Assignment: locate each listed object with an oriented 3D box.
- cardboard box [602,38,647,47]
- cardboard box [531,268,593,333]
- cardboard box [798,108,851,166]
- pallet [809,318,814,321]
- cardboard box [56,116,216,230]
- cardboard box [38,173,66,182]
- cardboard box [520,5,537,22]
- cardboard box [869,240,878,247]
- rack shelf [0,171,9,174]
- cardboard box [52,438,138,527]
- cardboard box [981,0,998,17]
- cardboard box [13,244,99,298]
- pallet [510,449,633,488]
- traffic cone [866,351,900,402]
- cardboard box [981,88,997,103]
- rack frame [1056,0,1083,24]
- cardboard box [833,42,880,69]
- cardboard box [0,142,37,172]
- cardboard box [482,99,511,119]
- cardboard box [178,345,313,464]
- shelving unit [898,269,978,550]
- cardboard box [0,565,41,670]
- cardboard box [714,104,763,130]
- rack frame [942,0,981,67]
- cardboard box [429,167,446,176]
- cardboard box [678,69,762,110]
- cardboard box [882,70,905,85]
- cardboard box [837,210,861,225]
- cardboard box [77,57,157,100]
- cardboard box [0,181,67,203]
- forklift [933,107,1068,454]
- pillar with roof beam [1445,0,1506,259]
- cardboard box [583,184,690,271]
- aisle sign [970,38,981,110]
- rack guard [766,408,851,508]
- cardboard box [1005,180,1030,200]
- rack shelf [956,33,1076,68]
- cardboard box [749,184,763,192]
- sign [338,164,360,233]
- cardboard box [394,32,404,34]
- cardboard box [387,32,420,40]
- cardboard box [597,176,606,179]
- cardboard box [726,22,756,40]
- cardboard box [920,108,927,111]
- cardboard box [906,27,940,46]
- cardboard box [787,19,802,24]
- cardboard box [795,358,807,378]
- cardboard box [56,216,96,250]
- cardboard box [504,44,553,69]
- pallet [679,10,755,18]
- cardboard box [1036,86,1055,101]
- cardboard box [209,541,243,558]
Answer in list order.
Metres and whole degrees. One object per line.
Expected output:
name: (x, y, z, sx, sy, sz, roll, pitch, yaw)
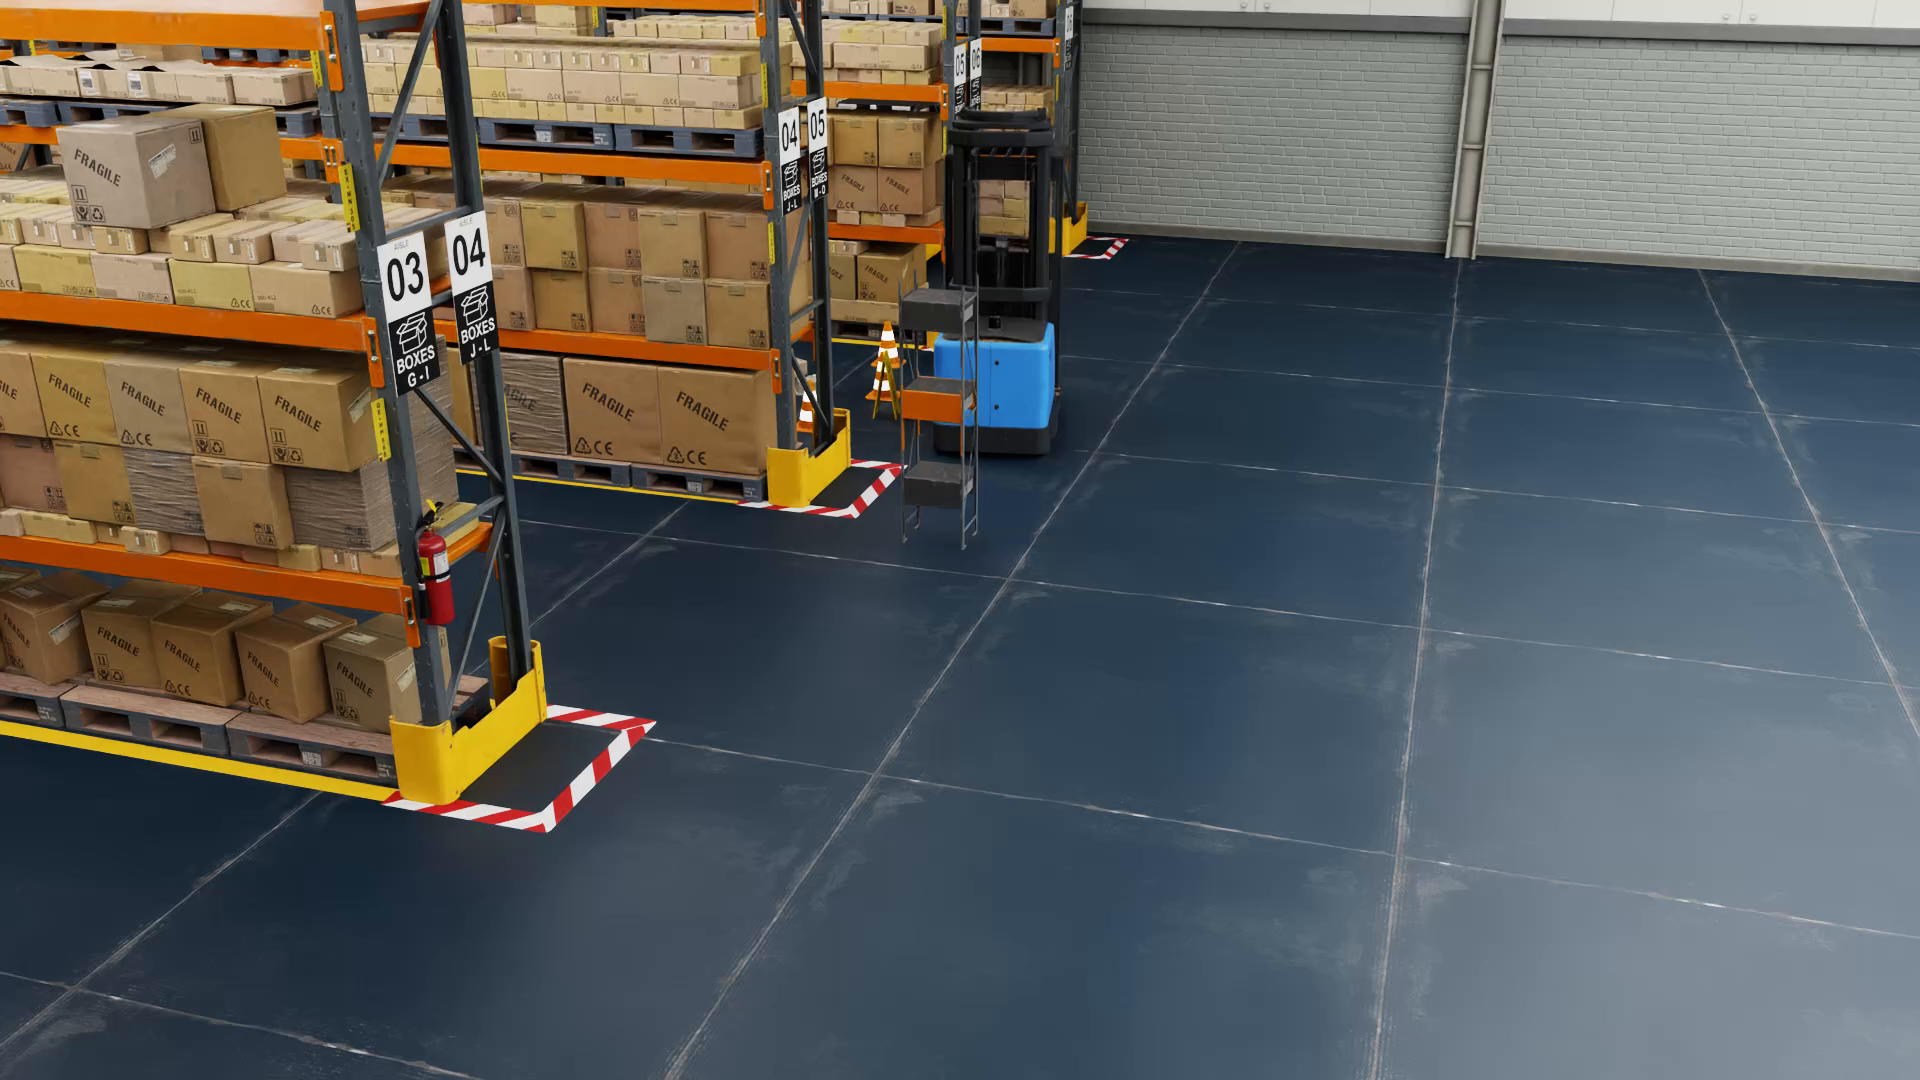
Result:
cardboard box: (-2.755, -4.055, 13.750, 0.250, 0.149, 0.380, 6, 23, 15)
cardboard box: (-3.231, -2.178, 14.334, 0.500, 0.550, 0.875, 7, 23, 16)
cardboard box: (-1.530, -4.391, 18.086, 0.500, 0.500, 0.700, 6, 23, 15)
pallet: (-1.982, -2.646, 19.347, 1.213, 0.211, 1.003, 7, 23, 16)
cardboard box: (-4.397, -1.972, 8.894, 0.500, 0.500, 0.500, 7, 23, 16)
cardboard box: (-8.058, -3.160, 15.476, 0.500, 0.500, 0.700, 6, 23, 15)
cardboard box: (-4.731, -6.134, 19.210, 0.500, 0.250, 0.500, 6, 23, 14)
cardboard box: (-1.195, -3.207, 19.123, 0.500, 0.500, 0.500, 6, 23, 14)
rack shelf: (-13.381, -4.893, 22.099, 4.000, 0.370, 1.077, 7, 23, 16)
cardboard box: (-4.814, -0.486, 9.882, 0.500, 0.500, 0.875, 7, 23, 16)
cardboard box: (0.329, -7.069, 21.997, 0.258, 0.266, 0.396, 7, 23, 16)
cardboard box: (-4.825, -1.536, 9.212, 0.500, 0.250, 0.500, 6, 23, 15)
pallet: (-3.263, -0.785, 14.811, 1.213, 0.211, 1.003, 7, 23, 15)
traffic cone: (-0.757, -1.655, 16.601, 0.334, 0.463, 0.336, 7, 23, 16)
cardboard box: (0.329, -6.031, 22.546, 0.250, 0.149, 0.380, 7, 23, 16)
rack frame: (1.453, -8.271, 21.480, 0.127, 3.000, 1.000, 7, 23, 16)
cardboard box: (-1.023, -5.166, 17.669, 0.500, 0.250, 0.500, 6, 23, 15)
cardboard box: (-11.984, -5.011, 21.307, 0.500, 0.500, 0.500, 7, 23, 16)
cardboard box: (-3.670, -3.530, 13.521, 0.250, 0.149, 0.380, 7, 23, 16)
cardboard box: (-3.918, -0.760, 9.235, 0.500, 0.500, 0.500, 7, 23, 16)
shelving unit: (-0.158, -0.990, 12.821, 0.503, 2.100, 0.431, 7, 23, 16)
cardboard box: (-6.298, 0.491, 10.765, 0.500, 0.500, 0.500, 6, 23, 14)
cardboard box: (-1.727, -3.307, 12.978, 0.250, 0.149, 0.380, 6, 23, 15)
rack frame: (0.022, -6.467, 17.083, 0.127, 3.000, 1.000, 7, 23, 16)
cardboard box: (-6.077, -4.401, 19.728, 0.250, 0.149, 0.380, 7, 23, 18)
cardboard box: (-1.860, -3.530, 12.997, 0.500, 0.250, 0.500, 7, 23, 16)
cardboard box: (-0.648, -4.916, 17.585, 0.250, 0.149, 0.380, 7, 23, 16)
cardboard box: (-1.166, -3.579, 18.278, 0.250, 0.149, 0.380, 7, 23, 16)
cardboard box: (-7.369, -4.075, 14.637, 0.500, 0.311, 0.500, 6, 23, 15)
cardboard box: (-5.509, -2.022, 9.871, 0.250, 0.149, 0.380, 6, 23, 14)
forklift: (0.434, -2.641, 15.752, 1.130, 2.935, 3.031, 2, 22, 6)
pillar with roof beam: (5.547, -6.453, 17.048, 0.400, 9.000, 9.100, 7, 23, 16)
cardboard box: (-2.705, -2.643, 14.045, 0.550, 0.550, 0.875, 7, 23, 16)
aisle sign: (0.171, -5.000, 17.986, 0.004, 0.787, 0.394, 7, 23, 16)
rack guard: (-1.288, -0.722, 14.278, 0.348, 0.500, 1.175, 7, 23, 16)
cardboard box: (0.922, -4.817, 22.718, 0.500, 0.250, 0.500, 7, 23, 17)
rack shelf: (-0.462, -6.769, 22.721, 4.000, 0.370, 1.077, 7, 23, 16)
cardboard box: (-2.013, -4.010, 18.474, 0.500, 0.500, 0.500, 7, 23, 16)
sign: (-3.020, -1.689, 8.220, 0.005, 0.325, 0.100, 7, 23, 16)
cardboard box: (-6.168, -5.847, 19.388, 0.637, 0.503, 0.797, 7, 23, 16)
cardboard box: (-4.698, -4.277, 14.292, 0.250, 0.149, 0.380, 6, 23, 15)
cardboard box: (-4.245, -4.383, 19.686, 0.250, 0.149, 0.380, 7, 23, 16)
cardboard box: (-2.337, -5.494, 17.944, 0.250, 0.149, 0.380, 6, 23, 15)
cardboard box: (-0.408, -5.969, 22.789, 0.250, 0.149, 0.380, 6, 23, 15)
cardboard box: (-0.387, -5.261, 17.377, 0.250, 0.149, 0.380, 7, 23, 16)
cardboard box: (-1.707, -5.623, 18.258, 0.250, 0.149, 0.380, 7, 23, 17)
cardboard box: (-1.815, -1.782, 17.323, 0.380, 0.149, 0.250, -20, 29, -39)
cardboard box: (-4.689, -1.703, 9.093, 0.250, 0.149, 0.380, 5, 23, 13)
cardboard box: (-3.433, -3.871, 13.302, 0.250, 0.149, 0.380, 6, 23, 15)
pallet: (-3.225, -7.325, 23.379, 1.217, 0.209, 0.805, 6, 23, 13)
cardboard box: (1.193, -6.093, 22.699, 0.250, 0.149, 0.380, 6, 23, 14)
cardboard box: (-4.128, -0.042, 9.657, 0.250, 0.149, 0.380, 7, 23, 16)
